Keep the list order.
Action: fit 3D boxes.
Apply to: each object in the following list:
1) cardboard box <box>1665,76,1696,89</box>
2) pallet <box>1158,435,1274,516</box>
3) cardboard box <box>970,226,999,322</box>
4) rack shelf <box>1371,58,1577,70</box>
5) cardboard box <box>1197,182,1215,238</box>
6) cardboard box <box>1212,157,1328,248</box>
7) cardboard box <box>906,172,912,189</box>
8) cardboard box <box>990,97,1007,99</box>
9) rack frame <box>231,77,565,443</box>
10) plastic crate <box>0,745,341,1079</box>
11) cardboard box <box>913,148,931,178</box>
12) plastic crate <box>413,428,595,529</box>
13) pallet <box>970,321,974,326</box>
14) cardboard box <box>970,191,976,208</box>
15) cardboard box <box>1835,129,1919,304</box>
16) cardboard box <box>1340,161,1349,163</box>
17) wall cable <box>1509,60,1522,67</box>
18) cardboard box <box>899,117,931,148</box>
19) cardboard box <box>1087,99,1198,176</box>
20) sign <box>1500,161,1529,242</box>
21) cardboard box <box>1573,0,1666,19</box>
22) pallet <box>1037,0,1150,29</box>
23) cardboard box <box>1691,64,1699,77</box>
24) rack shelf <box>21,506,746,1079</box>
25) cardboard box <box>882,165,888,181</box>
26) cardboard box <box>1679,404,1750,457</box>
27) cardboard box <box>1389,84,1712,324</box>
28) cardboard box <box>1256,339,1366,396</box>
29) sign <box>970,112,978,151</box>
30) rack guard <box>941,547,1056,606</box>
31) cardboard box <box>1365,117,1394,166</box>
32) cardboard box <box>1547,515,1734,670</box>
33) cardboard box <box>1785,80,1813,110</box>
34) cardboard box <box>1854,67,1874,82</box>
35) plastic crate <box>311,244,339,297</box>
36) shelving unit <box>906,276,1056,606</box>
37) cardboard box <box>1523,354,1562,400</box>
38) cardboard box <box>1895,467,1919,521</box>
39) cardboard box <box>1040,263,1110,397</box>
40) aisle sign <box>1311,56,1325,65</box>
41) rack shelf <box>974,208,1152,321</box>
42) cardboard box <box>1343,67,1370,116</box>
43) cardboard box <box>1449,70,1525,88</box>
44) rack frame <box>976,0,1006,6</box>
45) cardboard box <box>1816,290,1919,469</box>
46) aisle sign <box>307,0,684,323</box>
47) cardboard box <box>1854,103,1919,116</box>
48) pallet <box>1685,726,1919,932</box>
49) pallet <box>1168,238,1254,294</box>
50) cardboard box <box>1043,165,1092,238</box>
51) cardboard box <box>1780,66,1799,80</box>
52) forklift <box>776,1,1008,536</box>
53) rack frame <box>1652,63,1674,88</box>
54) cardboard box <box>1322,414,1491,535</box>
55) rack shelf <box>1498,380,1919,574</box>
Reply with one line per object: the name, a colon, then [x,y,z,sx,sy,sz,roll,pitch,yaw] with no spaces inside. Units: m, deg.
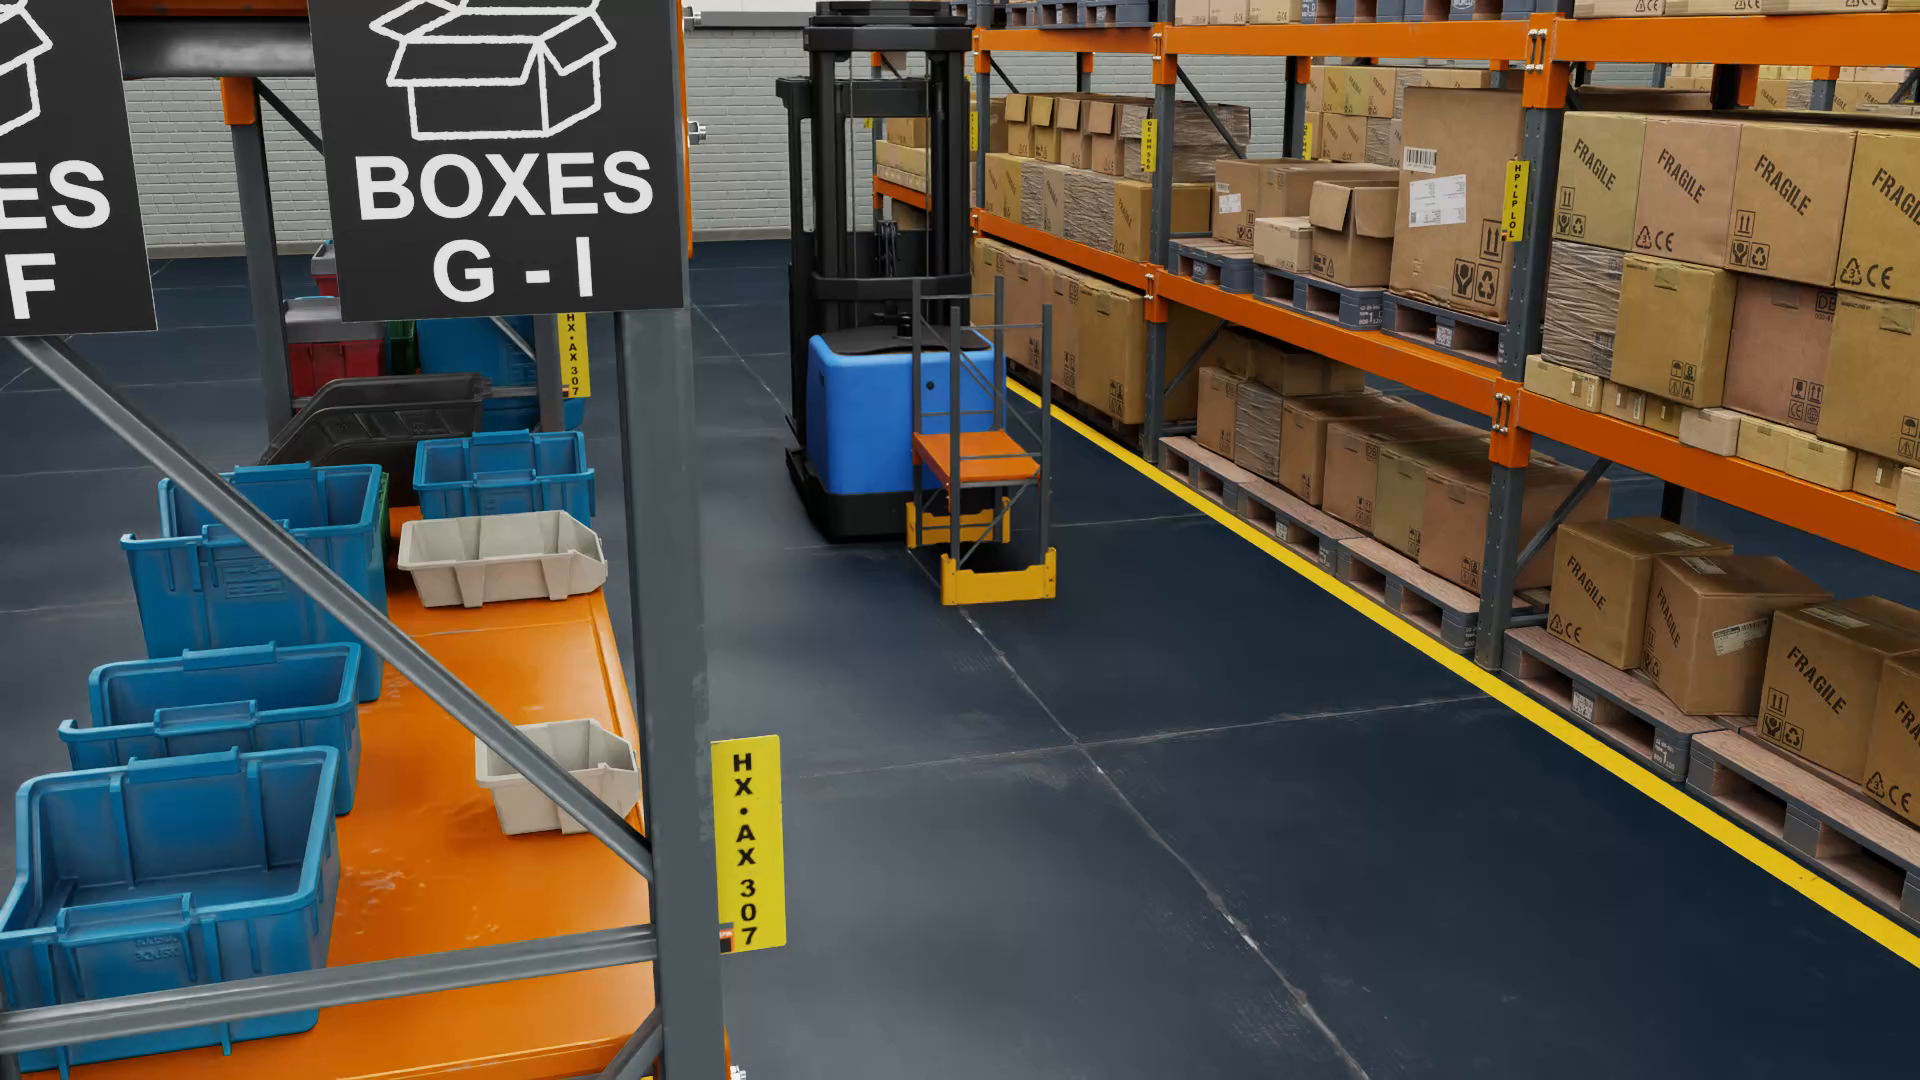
cardboard box: [8.923,-5.368,20.198,0.500,0.500,0.500,-5,17,-16]
pallet: [1.949,-0.449,10.580,1.003,0.211,1.213,-5,17,-15]
cardboard box: [0.532,-2.480,15.456,0.875,0.875,0.875,-5,17,-15]
rack shelf: [4.883,-5.117,17.308,1.077,0.370,4.000,-5,17,-15]
cardboard box: [1.864,-2.205,11.403,0.500,0.500,0.500,-4,17,-14]
cardboard box: [1.922,-2.103,10.337,0.500,0.500,0.500,-7,18,-22]
cardboard box: [-0.327,-3.613,16.704,0.380,0.149,0.250,-5,17,-16]
cardboard box: [0.475,-3.970,15.895,0.500,0.500,0.500,-5,18,-17]
rack frame: [-1.927,-0.503,5.911,1.000,3.000,0.127,-5,17,-15]
plastic crate: [-1.253,0.560,2.632,0.499,0.251,0.616,-5,17,-15]
cardboard box: [-0.158,-3.704,16.311,0.500,0.250,0.500,-5,17,-16]
plastic crate: [-1.362,-0.147,4.985,0.499,0.251,0.616,-5,17,-15]
pallet: [0.503,-1.988,15.704,1.003,0.211,1.213,-5,17,-15]
cardboard box: [0.238,-3.045,14.813,0.380,0.149,0.250,-5,17,-15]
cardboard box: [3.138,-1.005,5.155,0.500,0.500,0.500,-5,17,-15]
cardboard box: [4.443,-4.135,18.441,0.380,0.149,0.250,-4,17,-13]
wall cable: [8.854,-7.157,26.298,0.588,1.984,0.122,-5,17,-15]
cardboard box: [-0.305,-4.208,16.687,0.500,0.500,0.500,-5,17,-17]
cardboard box: [1.374,-2.913,12.018,0.797,0.503,0.637,-4,17,-14]
sign: [2.302,-1.404,6.899,0.100,0.325,0.005,-5,17,-15]
cardboard box: [2.712,-2.114,6.323,0.500,0.250,0.500,-5,18,-17]
pallet: [1.197,-3.830,12.102,1.003,0.211,1.213,-4,17,-13]
cardboard box: [9.037,-5.647,20.000,0.380,0.149,0.250,-4,17,-14]
rack shelf: [-1.378,0.395,4.173,1.077,0.370,4.000,-5,17,-15]
cardboard box: [-0.611,-3.898,17.652,0.380,0.149,0.250,-5,17,-16]
cardboard box: [2.863,-0.413,6.049,0.380,0.149,0.250,-5,17,-15]
cardboard box: [2.751,-1.614,7.837,1.000,1.000,1.000,-5,17,-15]
cardboard box: [2.104,-1.044,9.992,0.500,0.250,0.500,-3,17,-9]
sign: [0.103,-3.515,14.298,0.100,0.325,0.005,-5,17,-15]
rack guard: [0.195,0.185,8.403,0.587,0.250,0.087,-3,17,-11]
cardboard box: [4.632,-4.199,17.526,0.500,0.500,0.500,-5,17,-17]
cardboard box: [2.906,0.216,7.135,0.500,0.500,0.500,-5,18,-17]
cardboard box: [9.489,-4.807,18.329,0.500,0.500,0.500,-4,17,-15]
cardboard box: [9.747,-4.939,17.642,0.380,0.149,0.250,-5,17,-15]
plastic crate: [-2.877,-1.169,8.017,0.402,0.464,0.583,-5,17,-15]
shelving unit: [0.092,-0.554,8.690,0.587,1.500,1.083,-3,17,-11]
cardboard box: [2.605,-0.691,6.974,0.380,0.149,0.250,-5,17,-15]
cardboard box: [3.144,-0.137,5.130,0.380,0.149,0.250,-5,17,-15]
cardboard box: [1.328,-1.624,12.608,1.225,0.875,0.875,-5,17,-15]
aisle sign: [4.025,-5.819,19.092,0.394,0.787,0.004,-5,17,-15]
rack shelf: [1.186,-2.209,12.844,1.077,0.370,4.000,-5,17,-15]
cardboard box: [4.468,-4.817,17.845,0.500,0.500,0.500,-5,17,-16]
cardboard box: [5.044,-4.249,15.955,0.500,0.500,0.500,-5,18,-17]
rack frame: [0.636,-5.980,13.719,1.000,3.000,0.127,-5,17,-15]
cardboard box: [3.335,-0.542,5.352,0.875,0.500,0.500,-5,17,-15]
aisle sign: [-0.527,-0.645,1.865,0.394,0.787,0.004,-5,17,-15]
cardboard box: [6.646,-2.767,11.537,0.700,0.500,0.500,-5,17,-16]
pallet: [3.392,0.962,5.882,1.003,0.211,1.213,-5,17,-15]
pallet: [2.034,-1.720,10.298,1.213,0.211,1.003,-5,17,-15]
cardboard box: [0.946,-2.588,12.680,0.500,0.500,0.500,-4,17,-14]
cardboard box: [9.402,-5.213,18.555,0.380,0.149,0.250,-5,17,-15]
forklift: [-0.531,-1.807,10.371,1.130,2.935,3.031,-3,17,-11]
rack frame: [9.065,-4.997,20.874,1.000,3.000,0.127,-5,17,-15]
cardboard box: [2.420,-0.367,9.042,0.700,0.500,0.500,-6,18,-20]
rack shelf: [3.384,0.004,5.477,1.077,0.370,4.000,-5,17,-15]
